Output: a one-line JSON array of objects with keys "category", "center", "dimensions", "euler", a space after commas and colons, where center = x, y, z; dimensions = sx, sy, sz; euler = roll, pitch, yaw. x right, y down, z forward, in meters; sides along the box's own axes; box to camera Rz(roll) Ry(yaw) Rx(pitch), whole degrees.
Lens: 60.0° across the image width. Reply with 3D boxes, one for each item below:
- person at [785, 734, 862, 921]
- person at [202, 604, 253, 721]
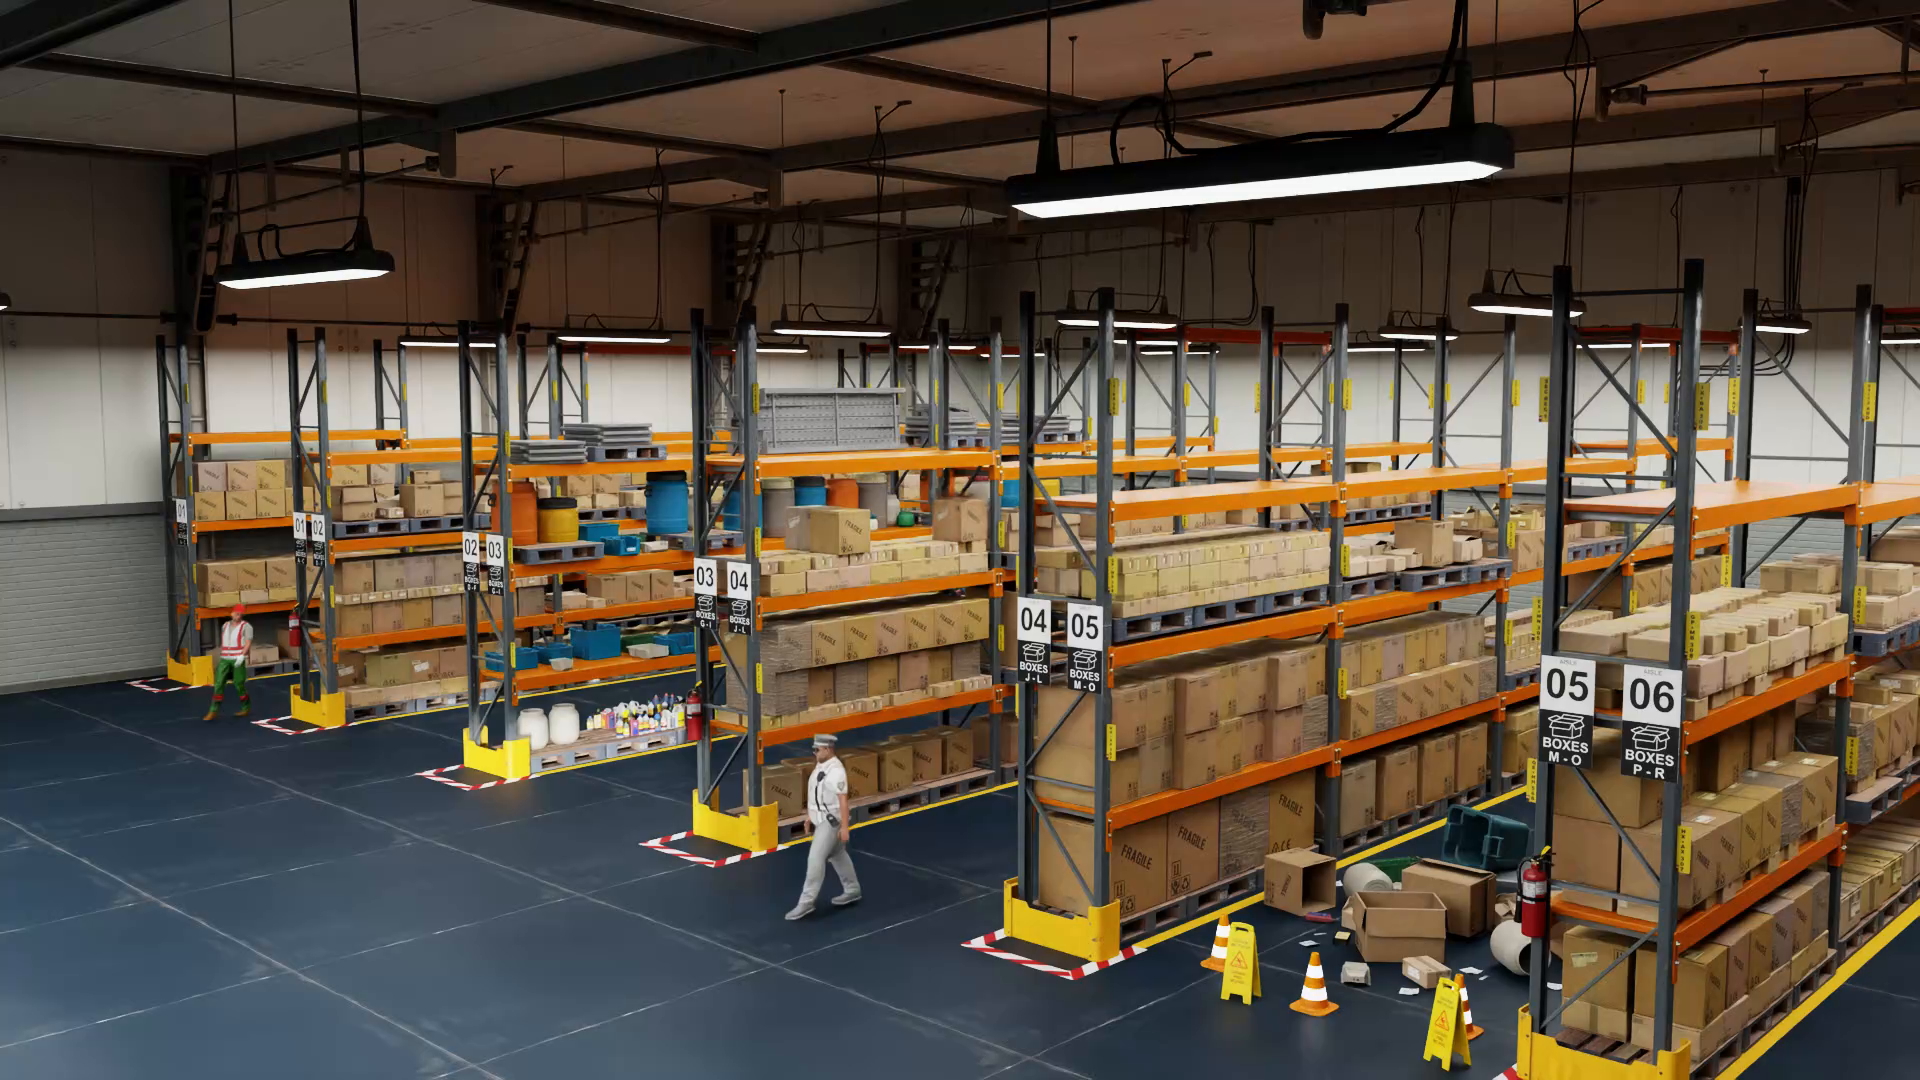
[{"category": "person", "center": [-1.359, 2.764, 16.309], "dimensions": [0.841, 1.734, 0.590], "euler": [-2, 6, -18]}, {"category": "person", "center": [-11.270, 1.889, 25.615], "dimensions": [0.560, 1.763, 0.797], "euler": [1, 5, 6]}]
